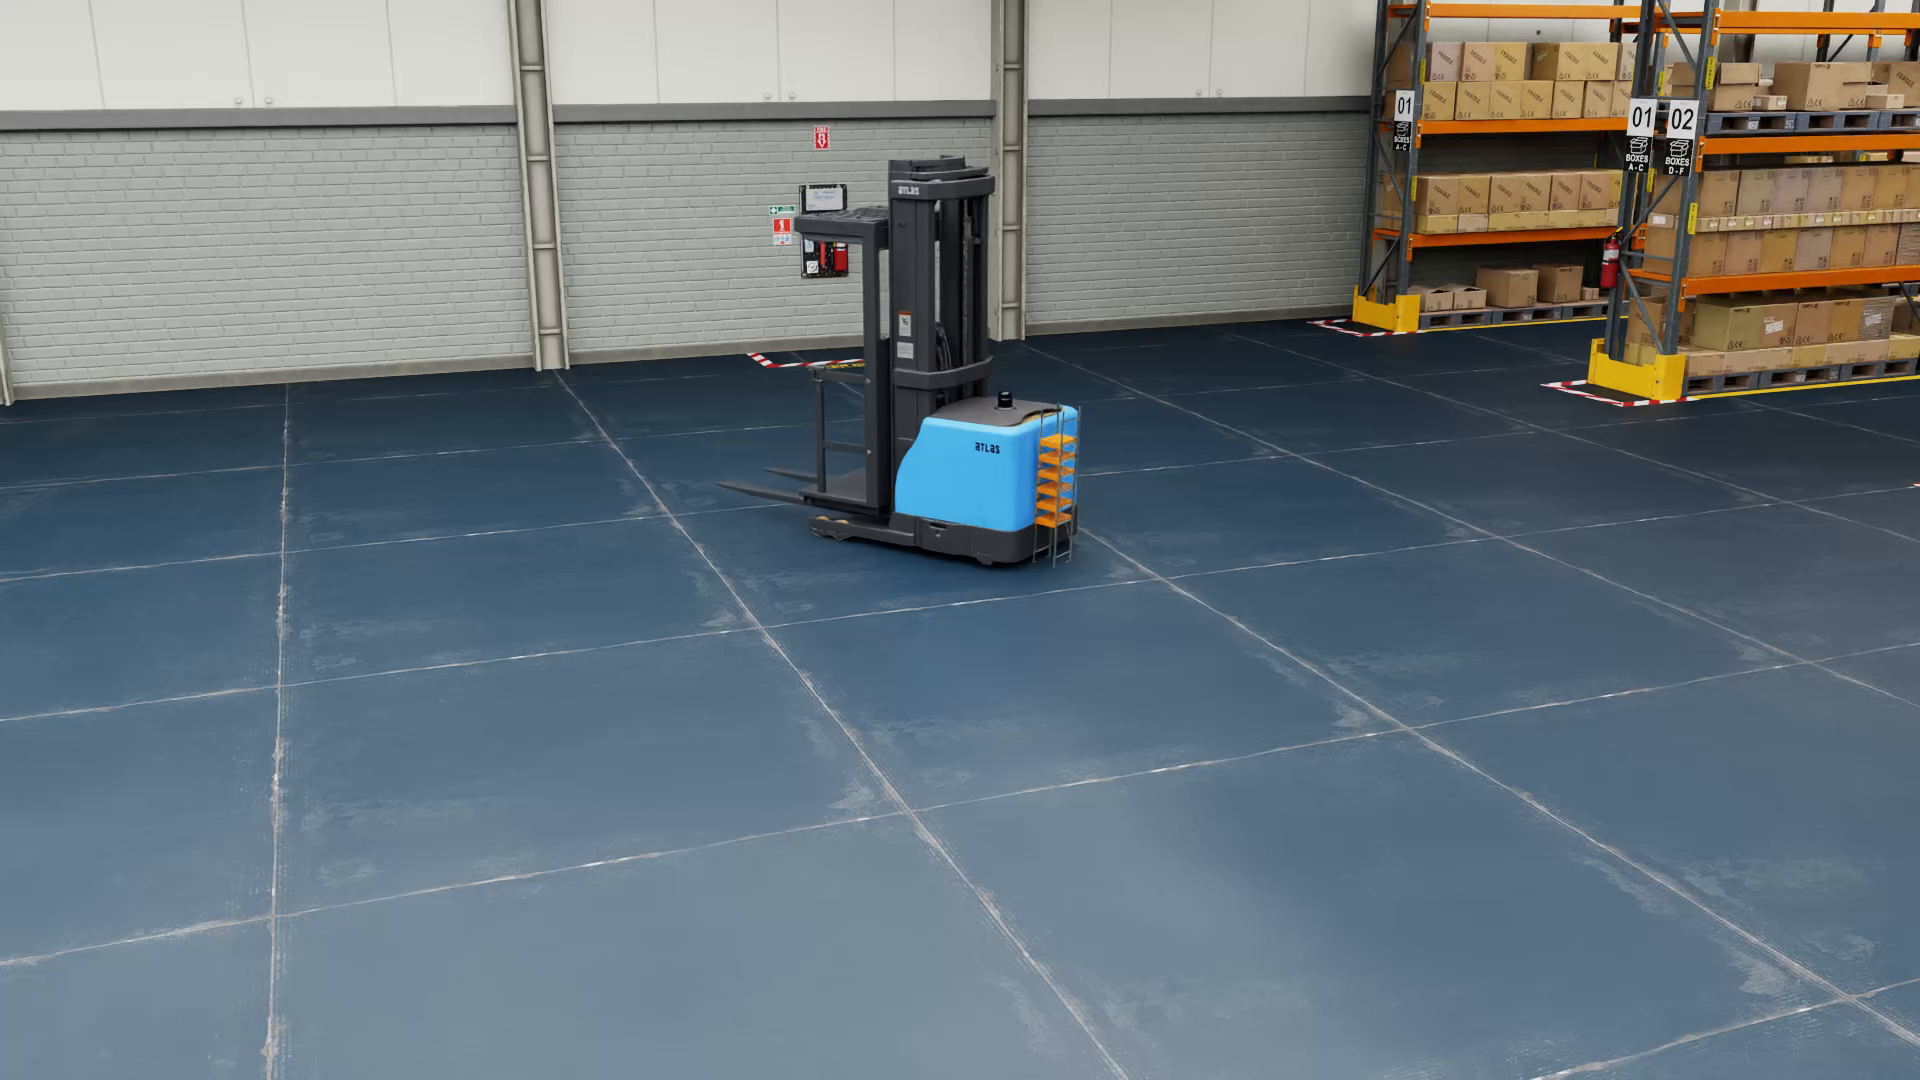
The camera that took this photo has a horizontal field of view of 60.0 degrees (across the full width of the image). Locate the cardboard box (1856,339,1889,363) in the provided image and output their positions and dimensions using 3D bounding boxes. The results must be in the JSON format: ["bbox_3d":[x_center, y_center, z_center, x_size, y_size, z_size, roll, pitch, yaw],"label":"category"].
[{"bbox_3d":[10.578,-2.277,19.662,0.500,0.250,0.500,-6,17,-20],"label":"cardboard box"}]

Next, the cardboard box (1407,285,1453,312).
[{"bbox_3d":[6.571,-3.413,23.389,0.500,0.311,0.500,-8,18,-26],"label":"cardboard box"}]

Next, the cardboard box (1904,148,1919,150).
[{"bbox_3d":[15.134,-6.080,26.409,0.500,0.250,0.500,-7,18,-21],"label":"cardboard box"}]

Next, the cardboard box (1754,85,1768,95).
[{"bbox_3d":[8.649,-4.965,18.629,0.500,0.250,0.500,-6,17,-20],"label":"cardboard box"}]

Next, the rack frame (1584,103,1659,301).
[{"bbox_3d":[9.627,-4.849,24.289,0.127,3.000,1.000,-6,17,-20],"label":"rack frame"}]

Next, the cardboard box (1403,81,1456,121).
[{"bbox_3d":[6.294,-5.911,22.366,0.500,0.500,0.500,-6,17,-19],"label":"cardboard box"}]

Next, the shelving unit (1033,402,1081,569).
[{"bbox_3d":[0.715,-0.404,12.329,0.189,1.200,0.258,15,22,33],"label":"shelving unit"}]

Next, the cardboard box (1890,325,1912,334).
[{"bbox_3d":[11.687,-2.547,20.582,0.500,0.250,0.500,-6,18,-21],"label":"cardboard box"}]

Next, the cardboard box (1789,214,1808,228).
[{"bbox_3d":[9.314,-3.616,18.758,0.250,0.149,0.380,-6,18,-21],"label":"cardboard box"}]

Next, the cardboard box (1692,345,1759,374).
[{"bbox_3d":[8.714,-2.072,18.966,0.500,0.250,0.500,-6,17,-20],"label":"cardboard box"}]

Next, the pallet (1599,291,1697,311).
[{"bbox_3d":[10.354,-3.590,24.950,1.213,0.211,1.003,-6,17,-20],"label":"pallet"}]

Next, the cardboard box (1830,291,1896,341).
[{"bbox_3d":[10.578,-2.637,19.558,0.500,0.500,0.500,-6,17,-20],"label":"cardboard box"}]

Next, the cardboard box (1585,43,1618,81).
[{"bbox_3d":[8.746,-6.646,23.094,0.500,0.500,0.500,-5,17,-17],"label":"cardboard box"}]

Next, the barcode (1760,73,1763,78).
[{"bbox_3d":[12.148,-7.042,25.226,0.075,0.075,0.001,-6,17,-20],"label":"barcode"}]

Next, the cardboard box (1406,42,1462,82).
[{"bbox_3d":[6.339,-6.398,22.250,0.500,0.500,0.500,-8,18,-24],"label":"cardboard box"}]

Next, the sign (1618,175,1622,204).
[{"bbox_3d":[7.487,-3.957,18.773,0.005,0.325,0.100,-6,17,-20],"label":"sign"}]

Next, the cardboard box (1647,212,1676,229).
[{"bbox_3d":[7.957,-3.591,18.675,0.250,0.149,0.380,-6,18,-21],"label":"cardboard box"}]

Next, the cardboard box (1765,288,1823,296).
[{"bbox_3d":[9.925,-2.723,19.852,0.500,0.500,0.500,-6,17,-20],"label":"cardboard box"}]

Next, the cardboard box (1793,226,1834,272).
[{"bbox_3d":[9.553,-3.392,19.147,0.500,0.500,0.700,-6,17,-18],"label":"cardboard box"}]

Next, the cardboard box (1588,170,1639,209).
[{"bbox_3d":[9.297,-5.018,23.762,0.500,0.500,0.500,-6,17,-20],"label":"cardboard box"}]

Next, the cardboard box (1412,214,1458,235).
[{"bbox_3d":[6.462,-4.349,22.817,0.500,0.250,0.500,-7,18,-22],"label":"cardboard box"}]

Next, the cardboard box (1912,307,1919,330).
[{"bbox_3d":[11.879,-2.674,20.019,0.500,0.311,0.500,-6,17,-20],"label":"cardboard box"}]

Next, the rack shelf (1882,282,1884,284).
[{"bbox_3d":[13.271,-3.403,20.640,4.000,0.370,1.077,-6,17,-20],"label":"rack shelf"}]

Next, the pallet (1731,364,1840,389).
[{"bbox_3d":[9.505,-2.015,19.586,1.213,0.211,1.003,-6,17,-20],"label":"pallet"}]

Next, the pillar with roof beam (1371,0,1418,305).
[{"bbox_3d":[7.777,-6.490,19.228,0.400,9.000,9.100,-6,17,-20],"label":"pillar with roof beam"}]

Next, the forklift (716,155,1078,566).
[{"bbox_3d":[-0.597,-1.513,13.048,3.031,2.935,1.130,10,19,31],"label":"forklift"}]

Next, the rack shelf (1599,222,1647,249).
[{"bbox_3d":[11.495,-4.706,25.077,4.000,0.370,1.077,-6,17,-20],"label":"rack shelf"}]

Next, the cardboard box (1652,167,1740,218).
[{"bbox_3d":[8.158,-3.863,18.448,0.500,0.500,0.700,-6,17,-20],"label":"cardboard box"}]

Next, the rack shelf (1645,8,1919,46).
[{"bbox_3d":[9.536,-5.686,18.477,4.000,0.370,1.077,-6,17,-20],"label":"rack shelf"}]

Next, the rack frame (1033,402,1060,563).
[{"bbox_3d":[0.641,-0.423,12.379,0.006,1.200,0.240,15,22,33],"label":"rack frame"}]

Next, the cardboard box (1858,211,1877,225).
[{"bbox_3d":[10.275,-3.720,19.113,0.250,0.149,0.380,-6,17,-20],"label":"cardboard box"}]

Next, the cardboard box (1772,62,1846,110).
[{"bbox_3d":[9.317,-4.995,18.288,0.500,0.500,0.500,-6,17,-20],"label":"cardboard box"}]

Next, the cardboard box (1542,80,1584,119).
[{"bbox_3d":[8.264,-6.117,23.068,0.500,0.500,0.500,-7,18,-22],"label":"cardboard box"}]

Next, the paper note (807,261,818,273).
[{"bbox_3d":[-1.878,-3.478,21.182,0.142,0.148,0.016,-6,17,-20],"label":"paper note"}]

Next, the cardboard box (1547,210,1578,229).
[{"bbox_3d":[8.361,-4.557,23.523,0.500,0.250,0.500,-6,17,-20],"label":"cardboard box"}]

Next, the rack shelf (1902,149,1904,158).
[{"bbox_3d":[13.271,-4.842,20.217,4.000,0.370,1.077,-6,17,-20],"label":"rack shelf"}]

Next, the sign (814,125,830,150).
[{"bbox_3d":[-1.731,-5.038,20.816,0.199,0.298,0.001,-6,17,-20],"label":"sign"}]

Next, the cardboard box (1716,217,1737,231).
[{"bbox_3d":[8.357,-3.513,18.408,0.250,0.149,0.380,-7,18,-22],"label":"cardboard box"}]

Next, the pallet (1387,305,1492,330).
[{"bbox_3d":[6.735,-3.189,23.581,1.213,0.211,1.003,-6,17,-20],"label":"pallet"}]

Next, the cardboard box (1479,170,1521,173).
[{"bbox_3d":[7.681,-4.999,23.698,0.500,0.500,0.500,-6,17,-19],"label":"cardboard box"}]

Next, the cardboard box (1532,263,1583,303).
[{"bbox_3d":[8.673,-3.746,24.187,0.500,0.500,0.500,-8,18,-24],"label":"cardboard box"}]

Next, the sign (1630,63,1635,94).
[{"bbox_3d":[7.487,-5.113,18.433,0.005,0.325,0.100,-6,17,-20],"label":"sign"}]

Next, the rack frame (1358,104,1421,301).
[{"bbox_3d":[5.892,-4.446,22.915,0.127,3.000,1.000,-6,17,-20],"label":"rack frame"}]

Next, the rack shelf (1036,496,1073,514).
[{"bbox_3d":[0.708,-0.248,12.379,0.180,0.103,0.258,15,22,33],"label":"rack shelf"}]

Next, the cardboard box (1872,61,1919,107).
[{"bbox_3d":[10.839,-5.321,19.399,0.500,0.500,0.500,-5,17,-16],"label":"cardboard box"}]

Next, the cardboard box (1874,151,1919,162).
[{"bbox_3d":[14.380,-5.845,25.607,0.500,0.250,0.500,-6,18,-21],"label":"cardboard box"}]

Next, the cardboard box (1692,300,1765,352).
[{"bbox_3d":[8.715,-2.432,18.859,0.500,0.500,0.500,-6,17,-20],"label":"cardboard box"}]

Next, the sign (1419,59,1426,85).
[{"bbox_3d":[6.087,-6.162,21.883,0.005,0.325,0.100,-6,17,-20],"label":"sign"}]

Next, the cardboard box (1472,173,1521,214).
[{"bbox_3d":[7.395,-4.810,23.055,0.500,0.500,0.500,-7,18,-22],"label":"cardboard box"}]

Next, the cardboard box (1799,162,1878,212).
[{"bbox_3d":[10.052,-4.069,19.151,0.500,0.500,0.700,-6,17,-20],"label":"cardboard box"}]

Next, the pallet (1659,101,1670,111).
[{"bbox_3d":[10.242,-6.233,24.009,1.003,0.211,1.213,-6,17,-20],"label":"pallet"}]
